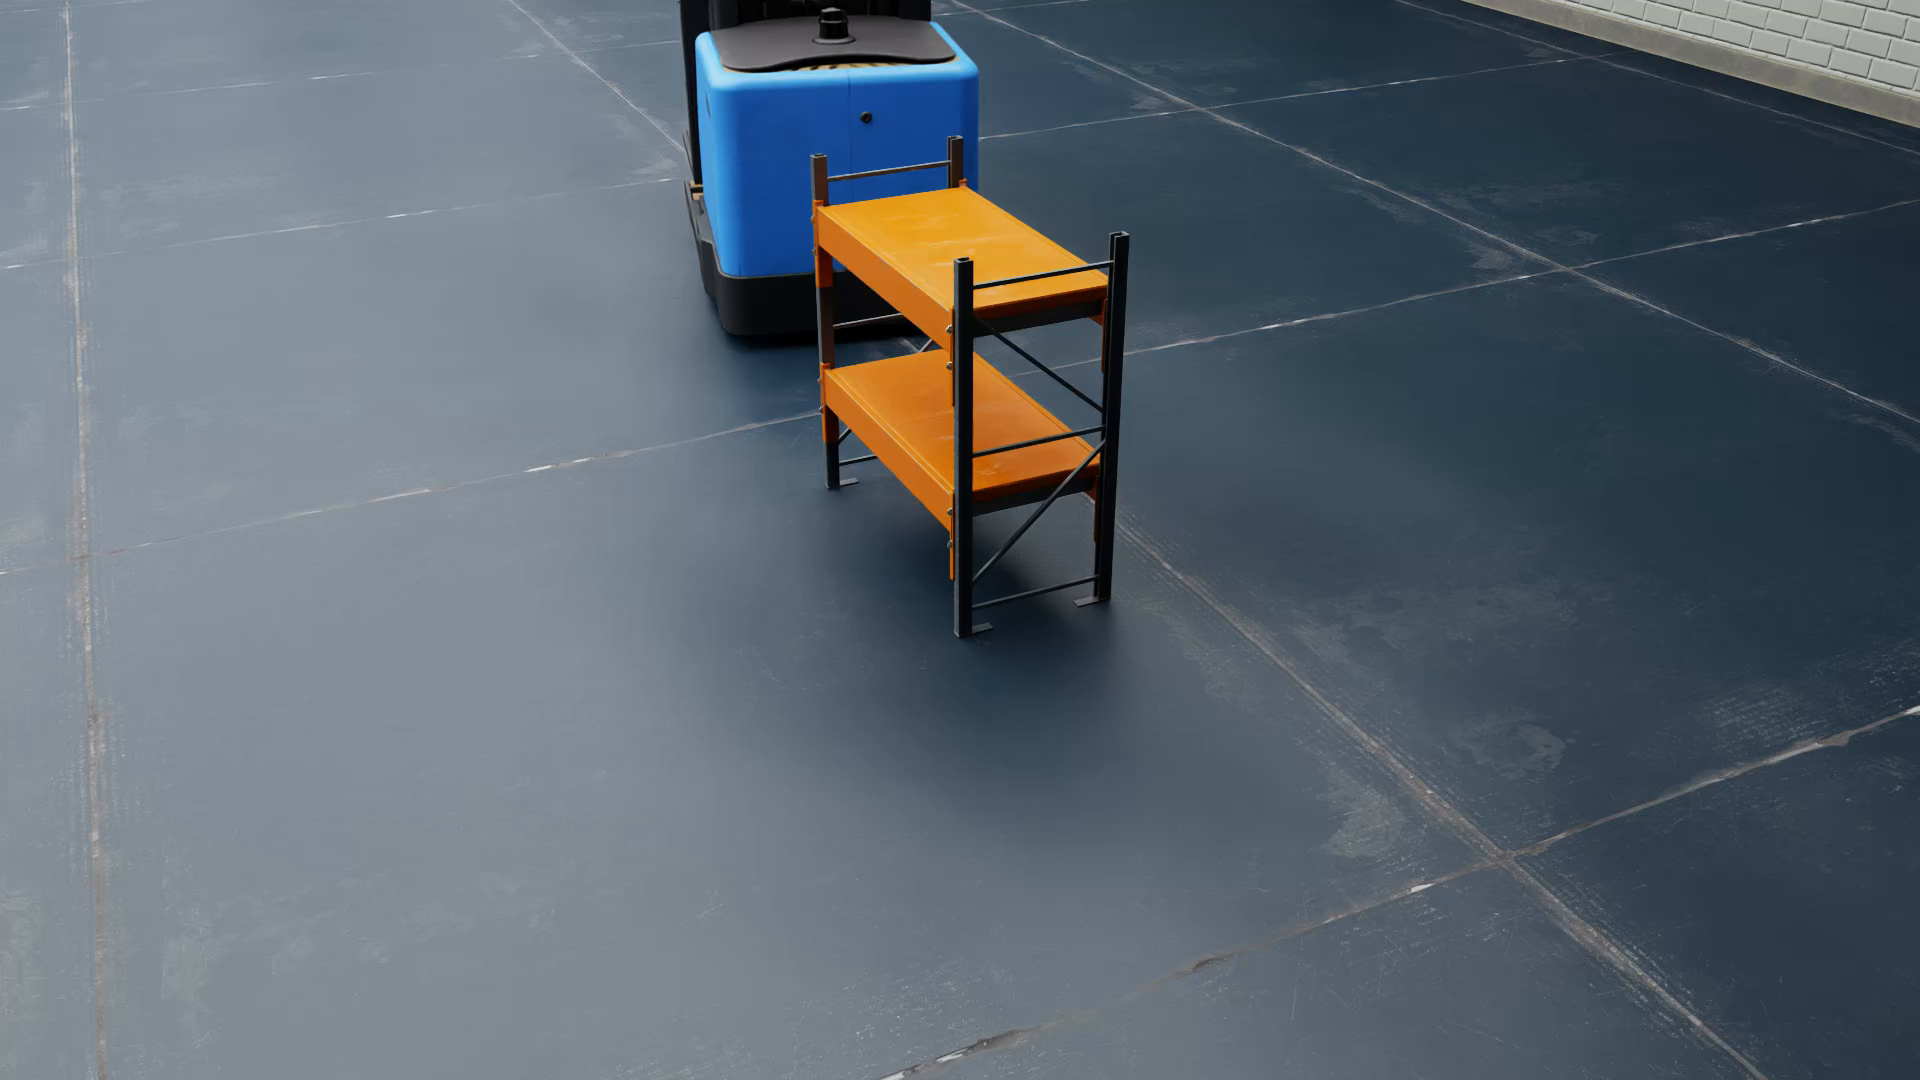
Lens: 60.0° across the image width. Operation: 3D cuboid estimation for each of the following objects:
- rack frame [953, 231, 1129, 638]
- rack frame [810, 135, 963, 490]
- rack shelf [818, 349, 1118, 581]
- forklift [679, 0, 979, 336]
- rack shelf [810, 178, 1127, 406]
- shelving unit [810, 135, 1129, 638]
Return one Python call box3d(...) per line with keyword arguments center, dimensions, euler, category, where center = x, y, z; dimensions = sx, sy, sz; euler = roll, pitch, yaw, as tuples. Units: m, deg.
box3d(center=(0.215, -0.269, 4.580), dimensions=(0.500, 1.125, 0.032), euler=(-13, 32, -22), category="rack frame")
box3d(center=(-0.221, -0.718, 5.381), dimensions=(0.500, 1.125, 0.032), euler=(-13, 32, -22), category="rack frame")
box3d(center=(-0.003, -0.280, 5.100), dimensions=(0.538, 0.278, 1.000), euler=(-13, 32, -22), category="rack shelf")
box3d(center=(-0.719, -2.785, 7.220), dimensions=(1.130, 2.935, 3.031), euler=(-6, 30, -10), category="forklift")
box3d(center=(-0.003, -0.749, 4.837), dimensions=(0.538, 0.278, 1.000), euler=(-13, 32, -22), category="rack shelf")
box3d(center=(-0.003, -0.494, 4.980), dimensions=(0.538, 1.125, 1.048), euler=(-13, 32, -22), category="shelving unit")
